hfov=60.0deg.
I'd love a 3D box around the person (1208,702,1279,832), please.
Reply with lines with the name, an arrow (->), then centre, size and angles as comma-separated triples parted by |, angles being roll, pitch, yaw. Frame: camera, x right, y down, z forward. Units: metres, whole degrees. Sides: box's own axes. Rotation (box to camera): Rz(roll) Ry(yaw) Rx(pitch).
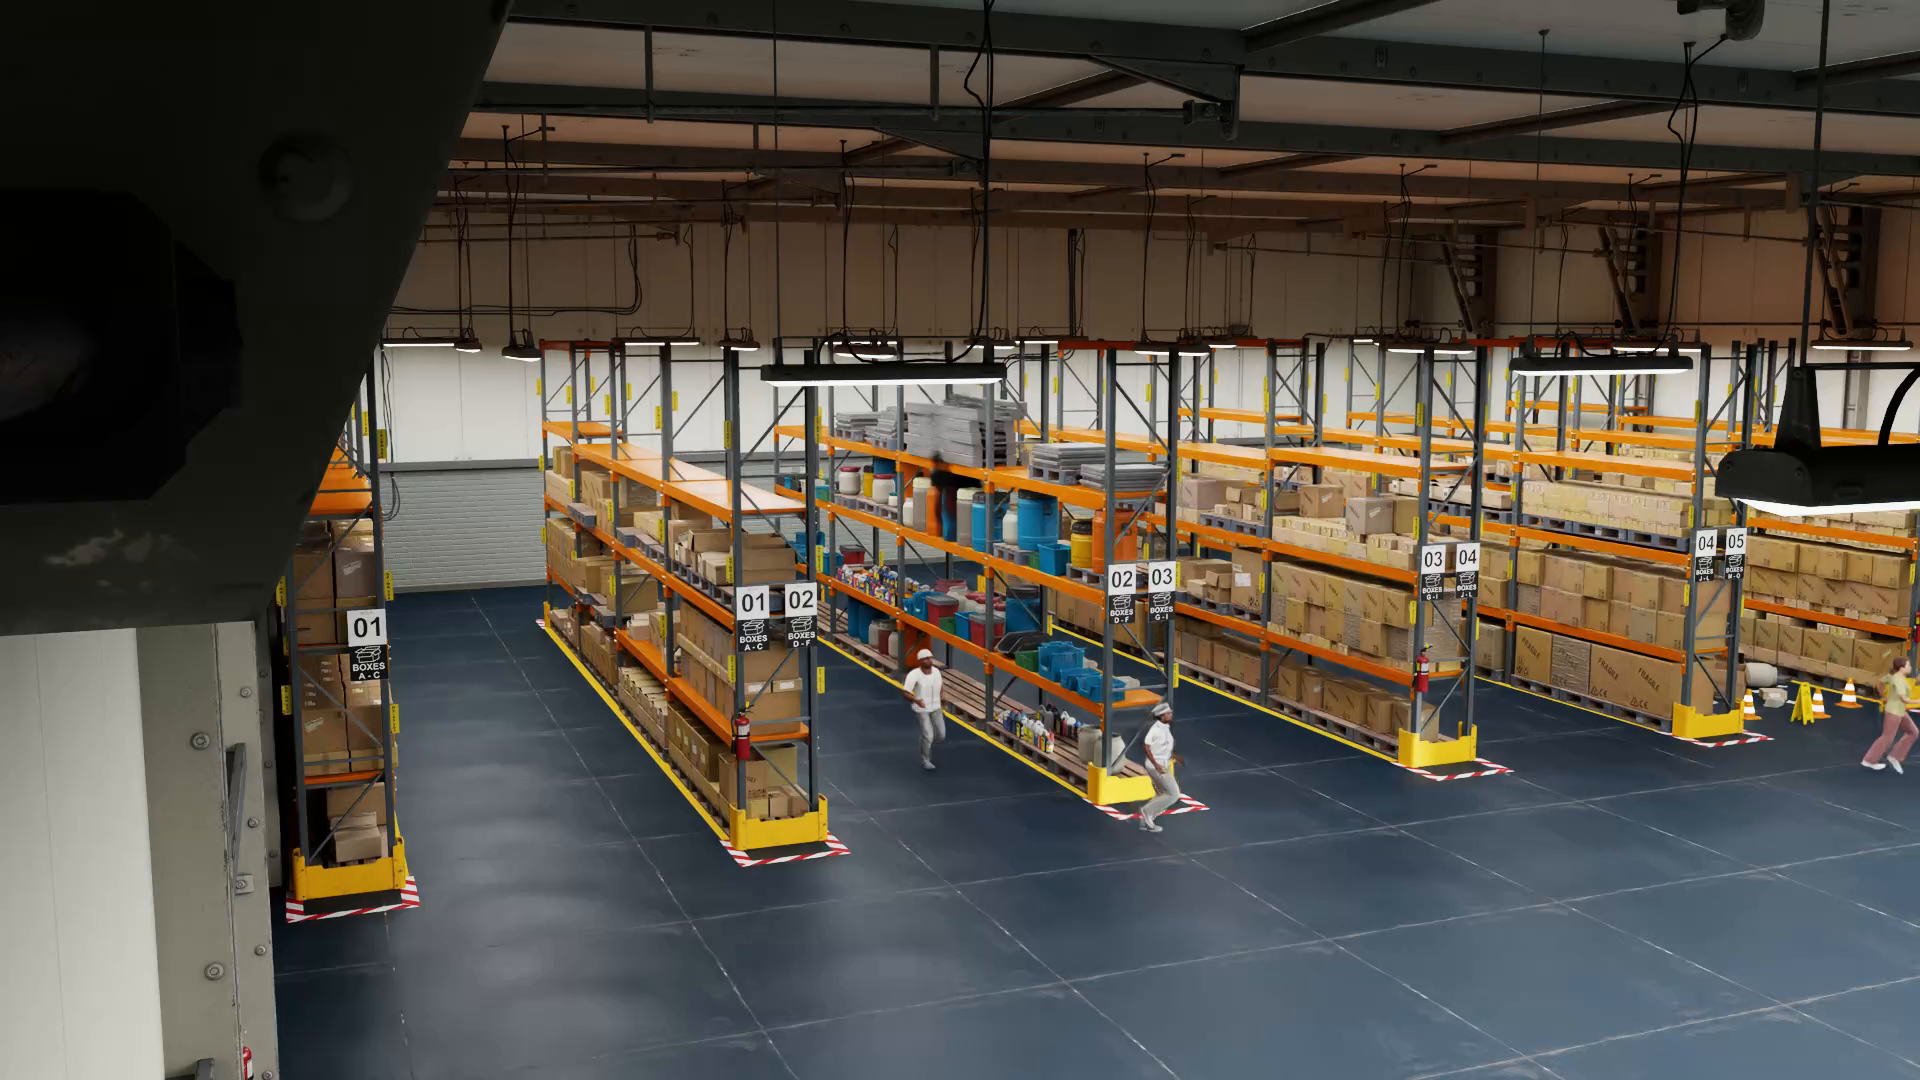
person -> 3.537, 2.815, 20.648 | 0.840, 1.680, 0.583 | 2, 8, 18

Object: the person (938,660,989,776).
person -> 0.127, 2.475, 22.868 | 0.691, 1.660, 0.584 | -6, 10, -39
